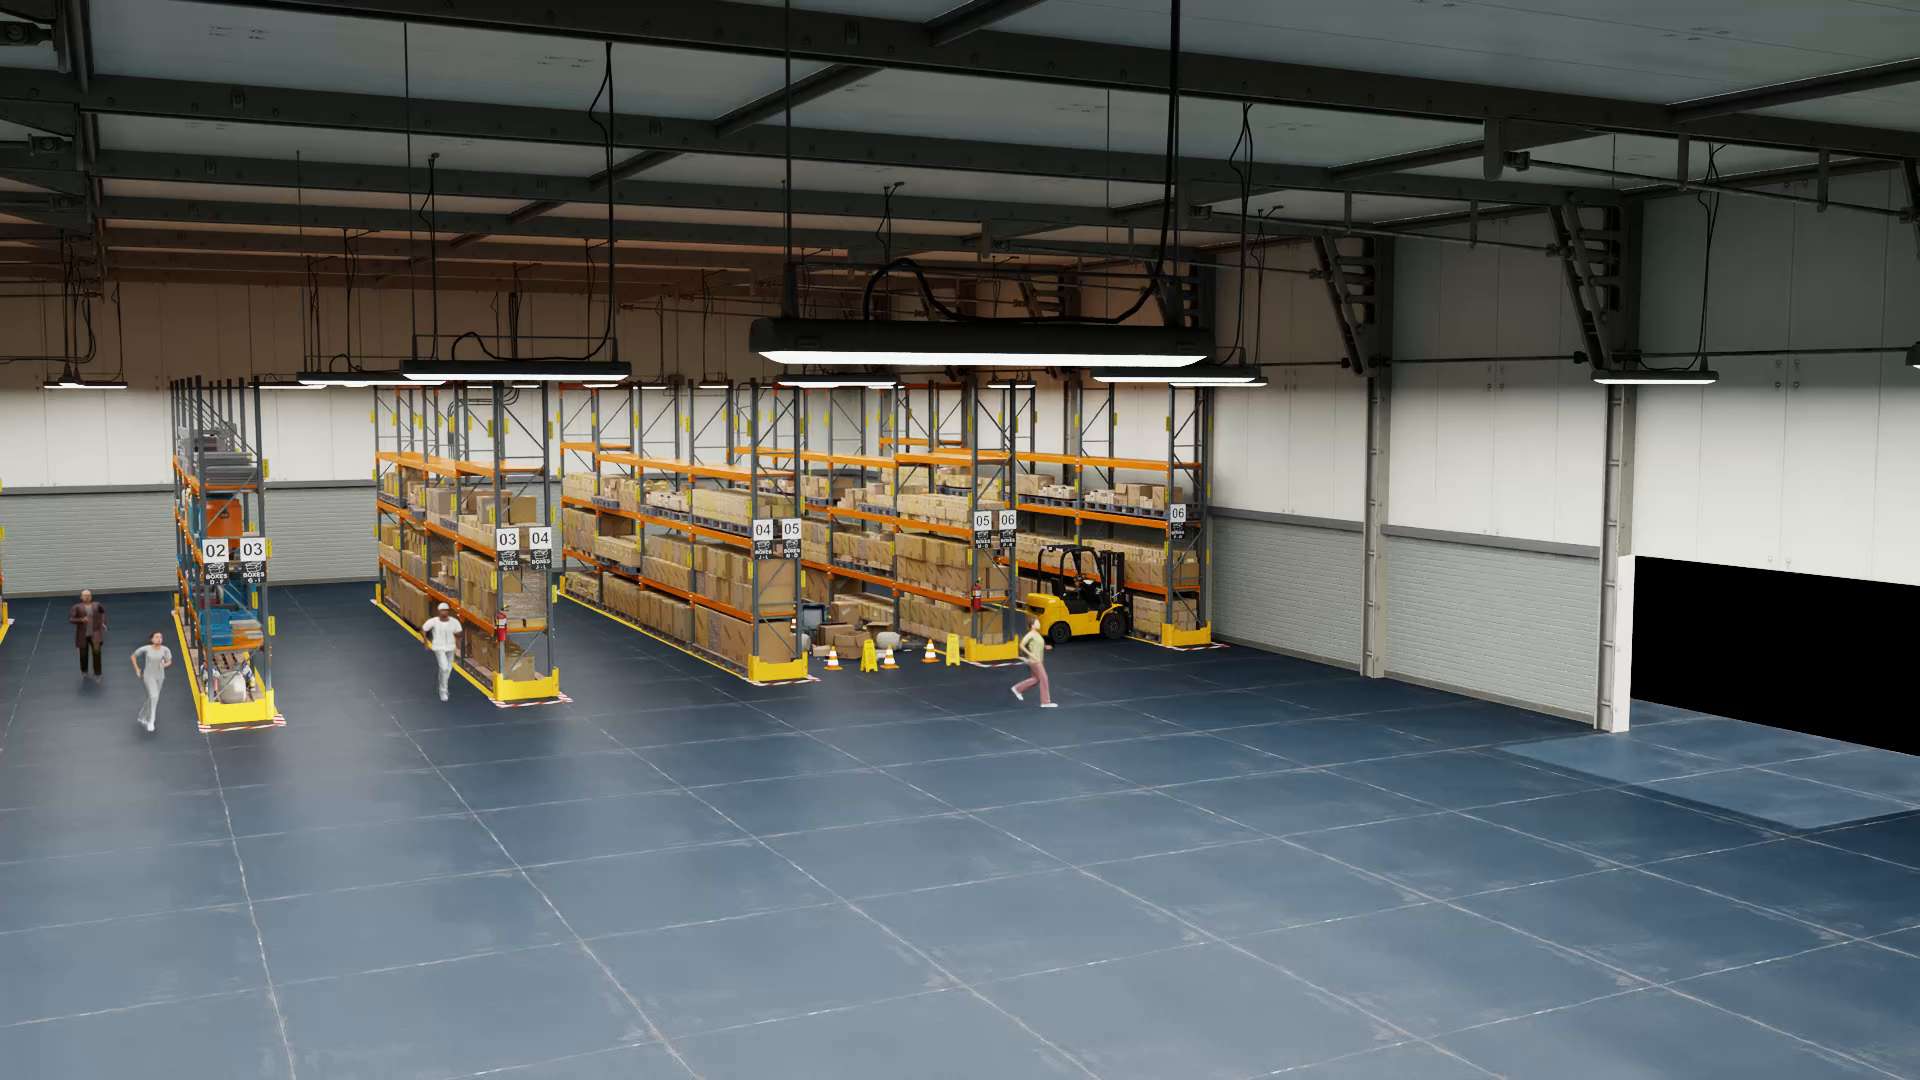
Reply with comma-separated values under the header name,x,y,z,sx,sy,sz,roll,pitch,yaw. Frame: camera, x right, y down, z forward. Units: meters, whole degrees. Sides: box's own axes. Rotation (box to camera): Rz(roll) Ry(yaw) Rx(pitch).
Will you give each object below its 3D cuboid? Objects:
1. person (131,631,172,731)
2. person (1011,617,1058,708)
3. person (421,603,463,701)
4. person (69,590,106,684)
name,x,y,z,sx,sy,sz,roll,pitch,yaw
person,-13.788,2.398,28.415,0.699,1.716,0.556,4,6,37
person,1.343,2.211,30.179,0.895,1.643,0.588,2,5,18
person,-9.643,2.079,31.093,0.669,1.828,0.766,-4,7,-39
person,-17.255,1.913,32.925,0.677,1.833,0.865,-3,6,-33
